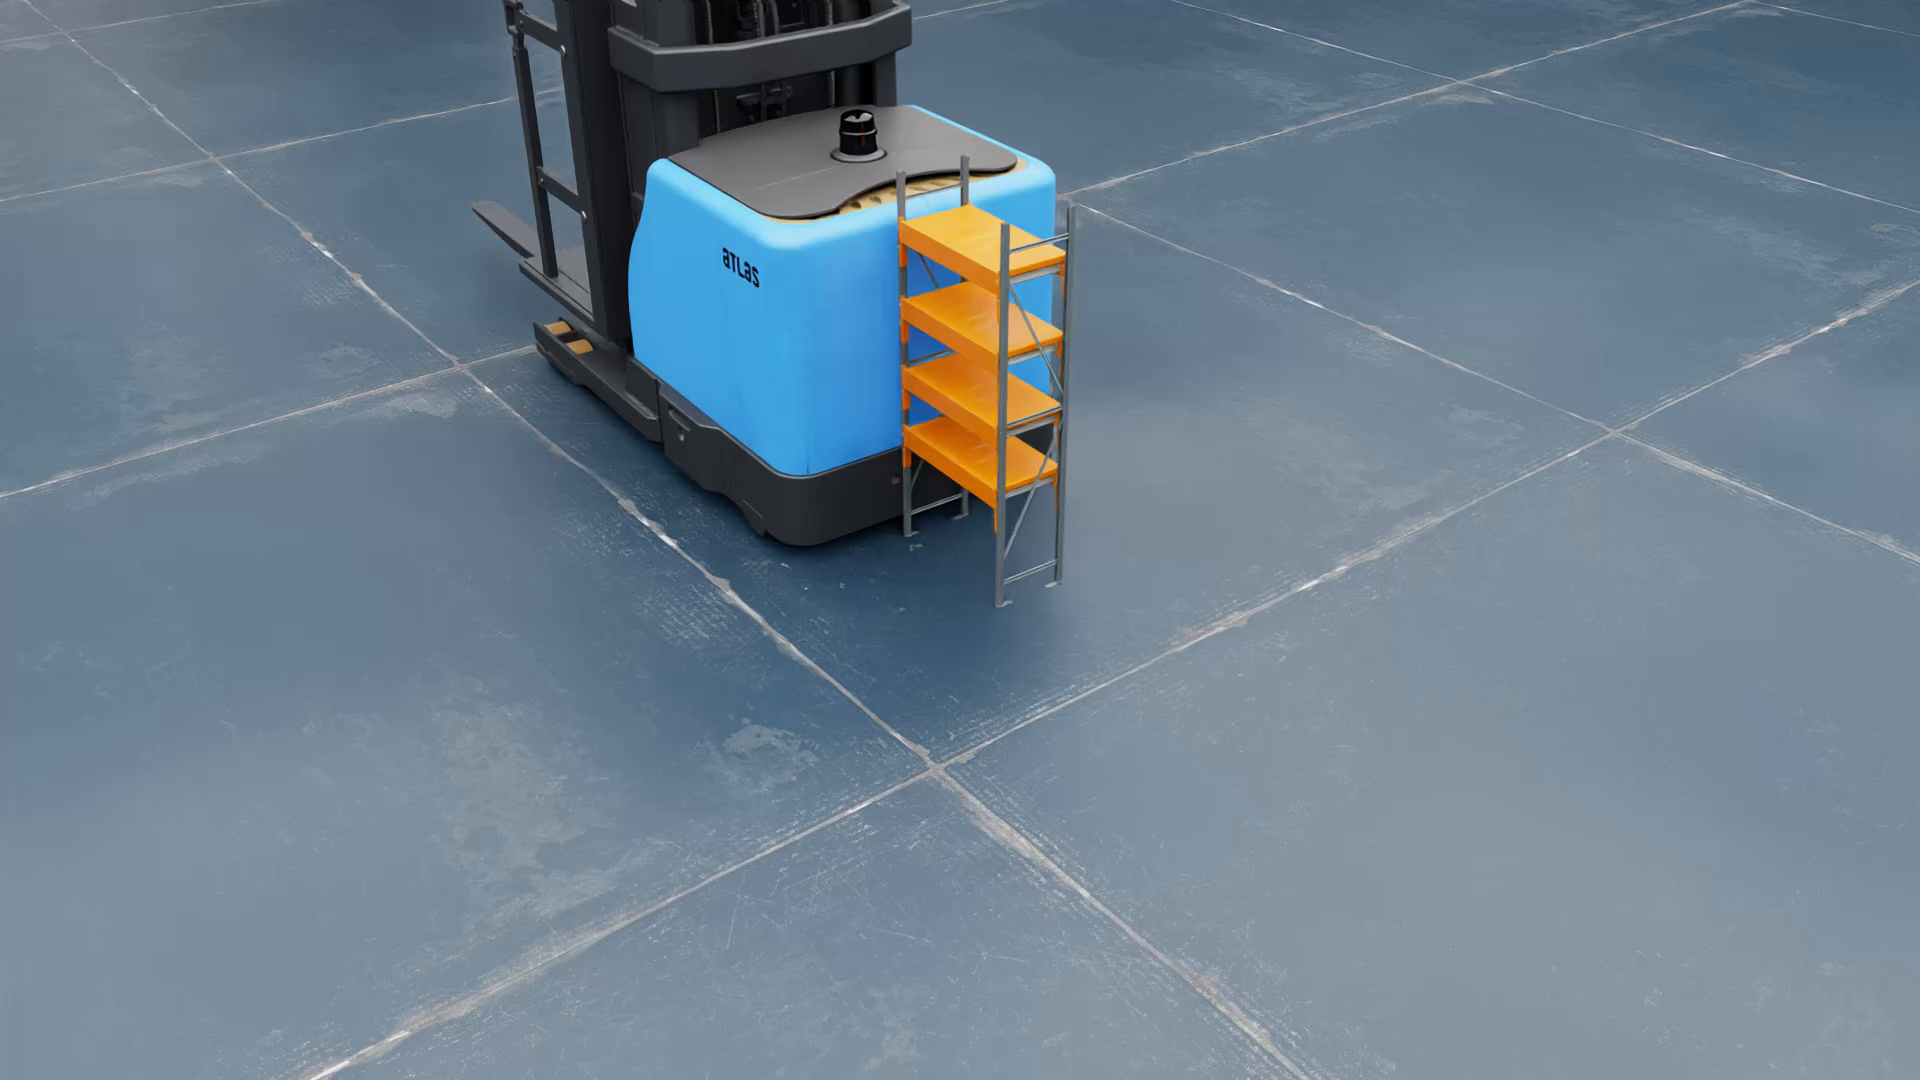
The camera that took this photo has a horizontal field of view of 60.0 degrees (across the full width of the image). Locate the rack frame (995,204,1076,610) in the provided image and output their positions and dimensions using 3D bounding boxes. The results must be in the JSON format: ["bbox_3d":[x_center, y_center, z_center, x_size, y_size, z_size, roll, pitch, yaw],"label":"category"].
[{"bbox_3d":[0.206,-0.343,4.665,0.240,1.200,0.015,-21,37,-29],"label":"rack frame"}]

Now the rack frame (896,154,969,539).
[{"bbox_3d":[-0.076,-0.553,5.003,0.240,1.200,0.015,-21,37,-29],"label":"rack frame"}]

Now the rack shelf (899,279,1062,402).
[{"bbox_3d":[0.065,-0.581,4.752,0.258,0.148,0.480,-21,37,-29],"label":"rack shelf"}]

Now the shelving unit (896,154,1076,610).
[{"bbox_3d":[0.065,-0.448,4.834,0.258,1.200,0.503,-21,37,-29],"label":"shelving unit"}]

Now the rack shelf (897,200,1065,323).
[{"bbox_3d":[0.065,-0.782,4.627,0.258,0.148,0.480,-21,37,-29],"label":"rack shelf"}]

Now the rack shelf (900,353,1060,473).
[{"bbox_3d":[0.065,-0.391,4.870,0.258,0.148,0.480,-21,37,-29],"label":"rack shelf"}]

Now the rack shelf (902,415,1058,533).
[{"bbox_3d":[0.065,-0.222,4.975,0.258,0.148,0.480,-21,37,-29],"label":"rack shelf"}]

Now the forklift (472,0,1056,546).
[{"bbox_3d":[-0.953,-1.954,5.618,1.130,2.935,3.031,-21,37,-29],"label":"forklift"}]
